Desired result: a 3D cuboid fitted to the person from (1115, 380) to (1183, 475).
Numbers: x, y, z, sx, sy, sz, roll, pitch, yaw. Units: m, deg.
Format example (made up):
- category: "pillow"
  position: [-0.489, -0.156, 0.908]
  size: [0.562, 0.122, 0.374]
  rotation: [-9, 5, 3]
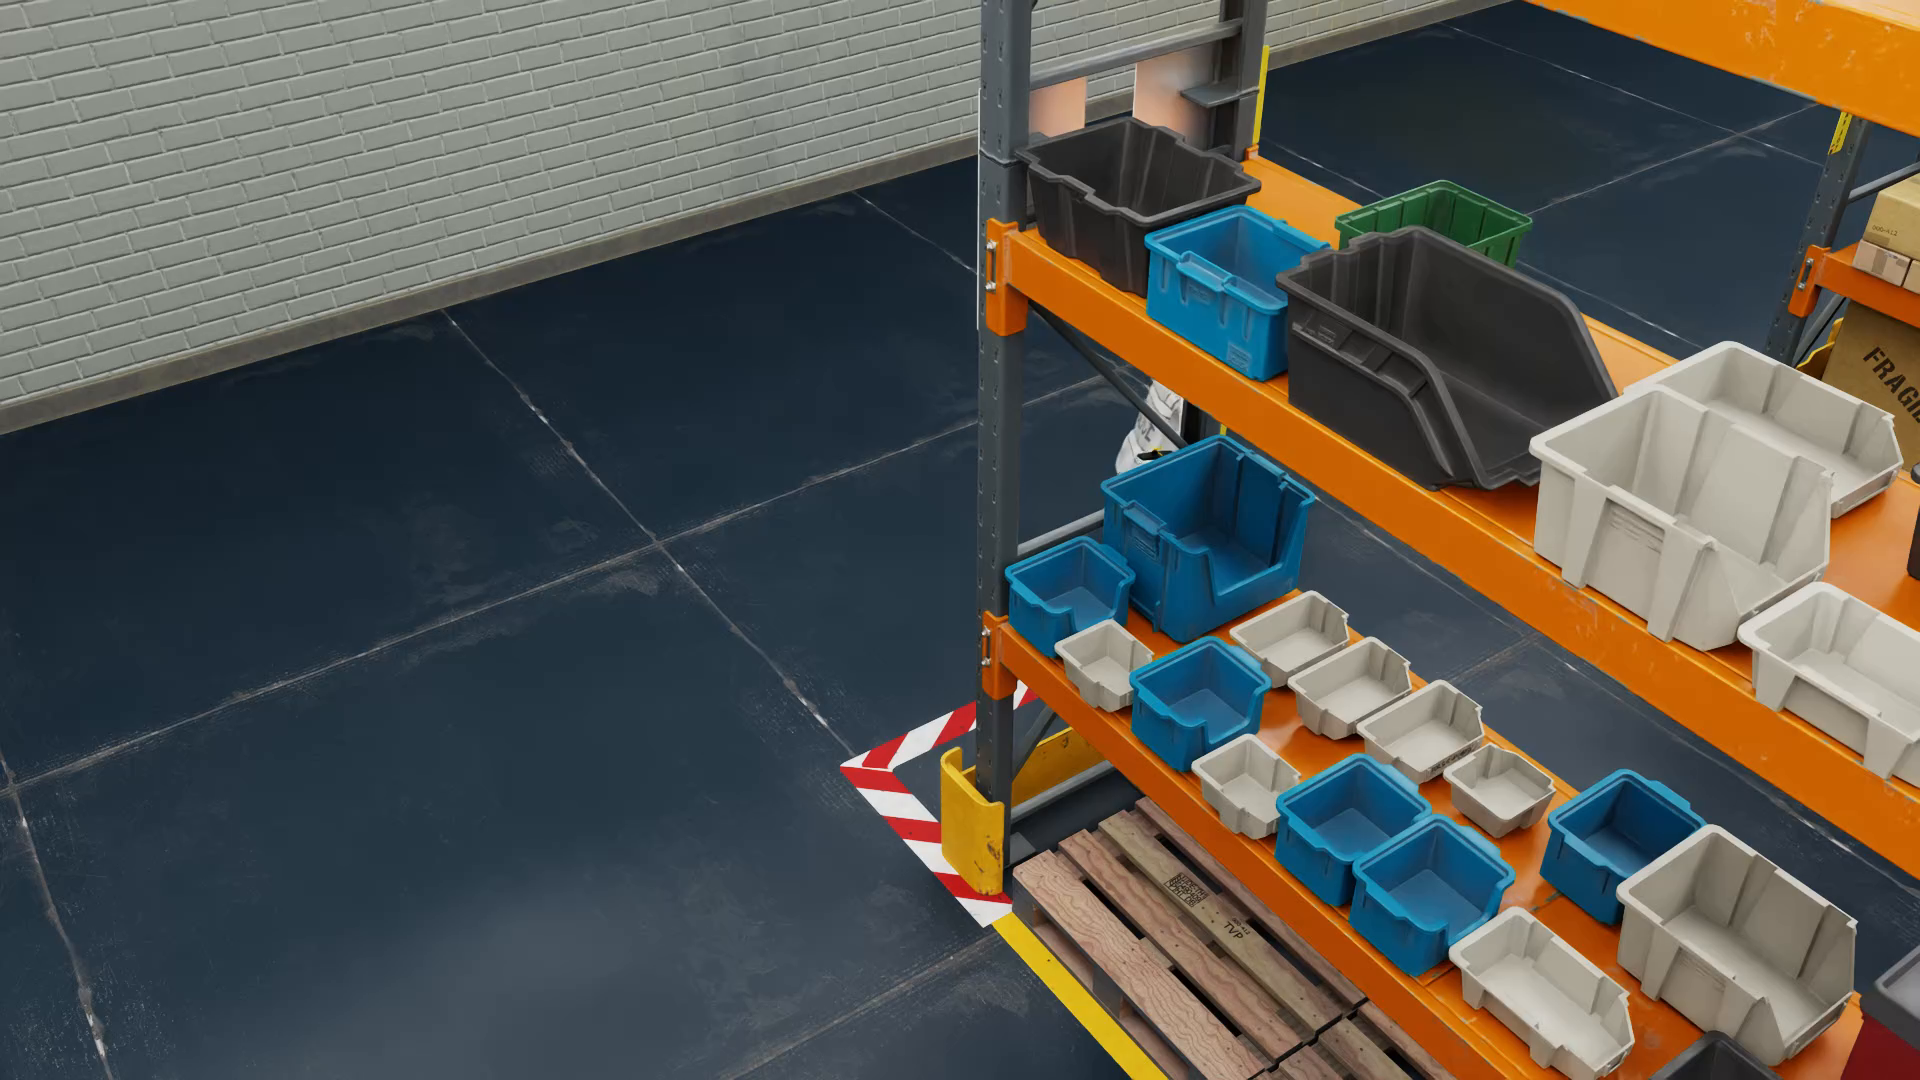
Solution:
- category: "person"
  position: [0.986, -0.286, 7.499]
  size: [0.564, 1.542, 0.523]
  rotation: [-2, 37, -3]
